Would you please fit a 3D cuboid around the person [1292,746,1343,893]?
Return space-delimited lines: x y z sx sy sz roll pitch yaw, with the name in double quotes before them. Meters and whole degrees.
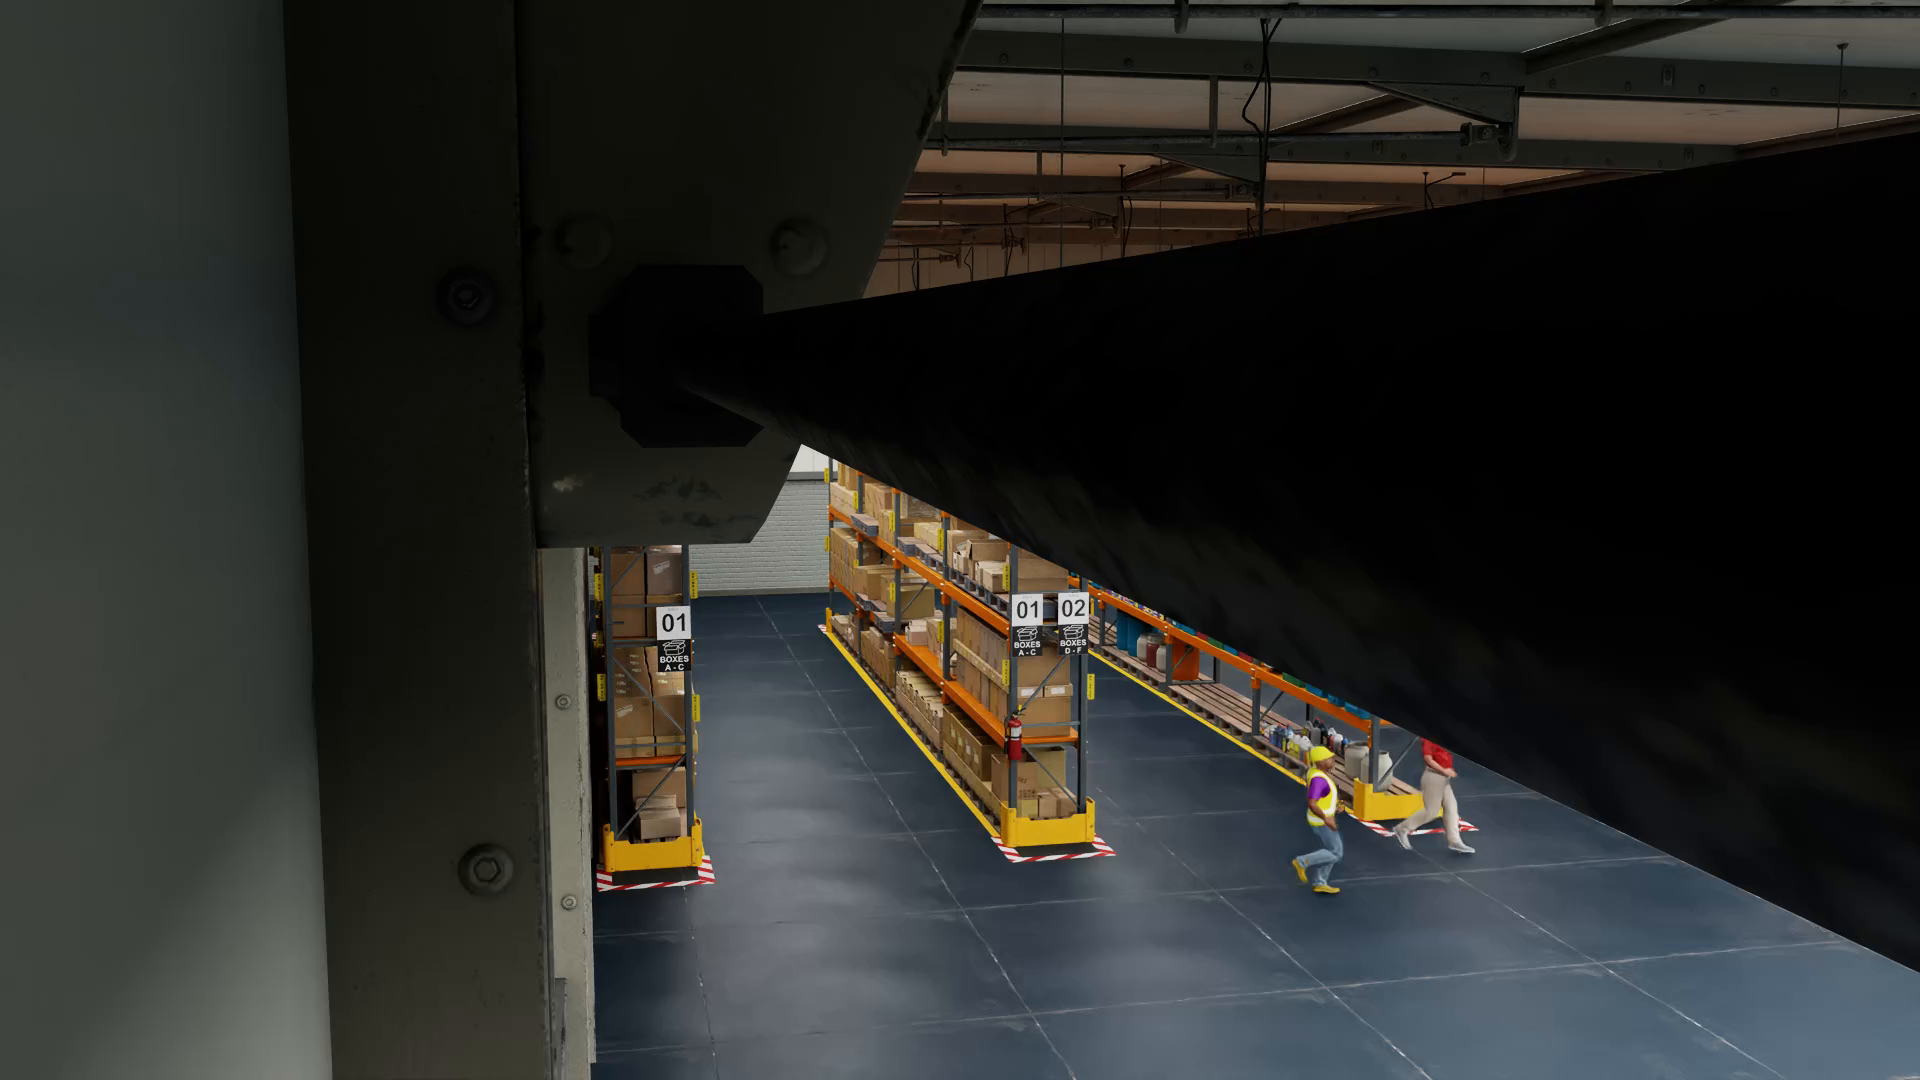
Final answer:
"person" 4.124 3.216 19.134 0.589 1.720 0.704 1 7 8

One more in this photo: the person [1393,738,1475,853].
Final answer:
"person" 5.946 3.011 20.807 0.987 1.695 0.734 2 7 15
